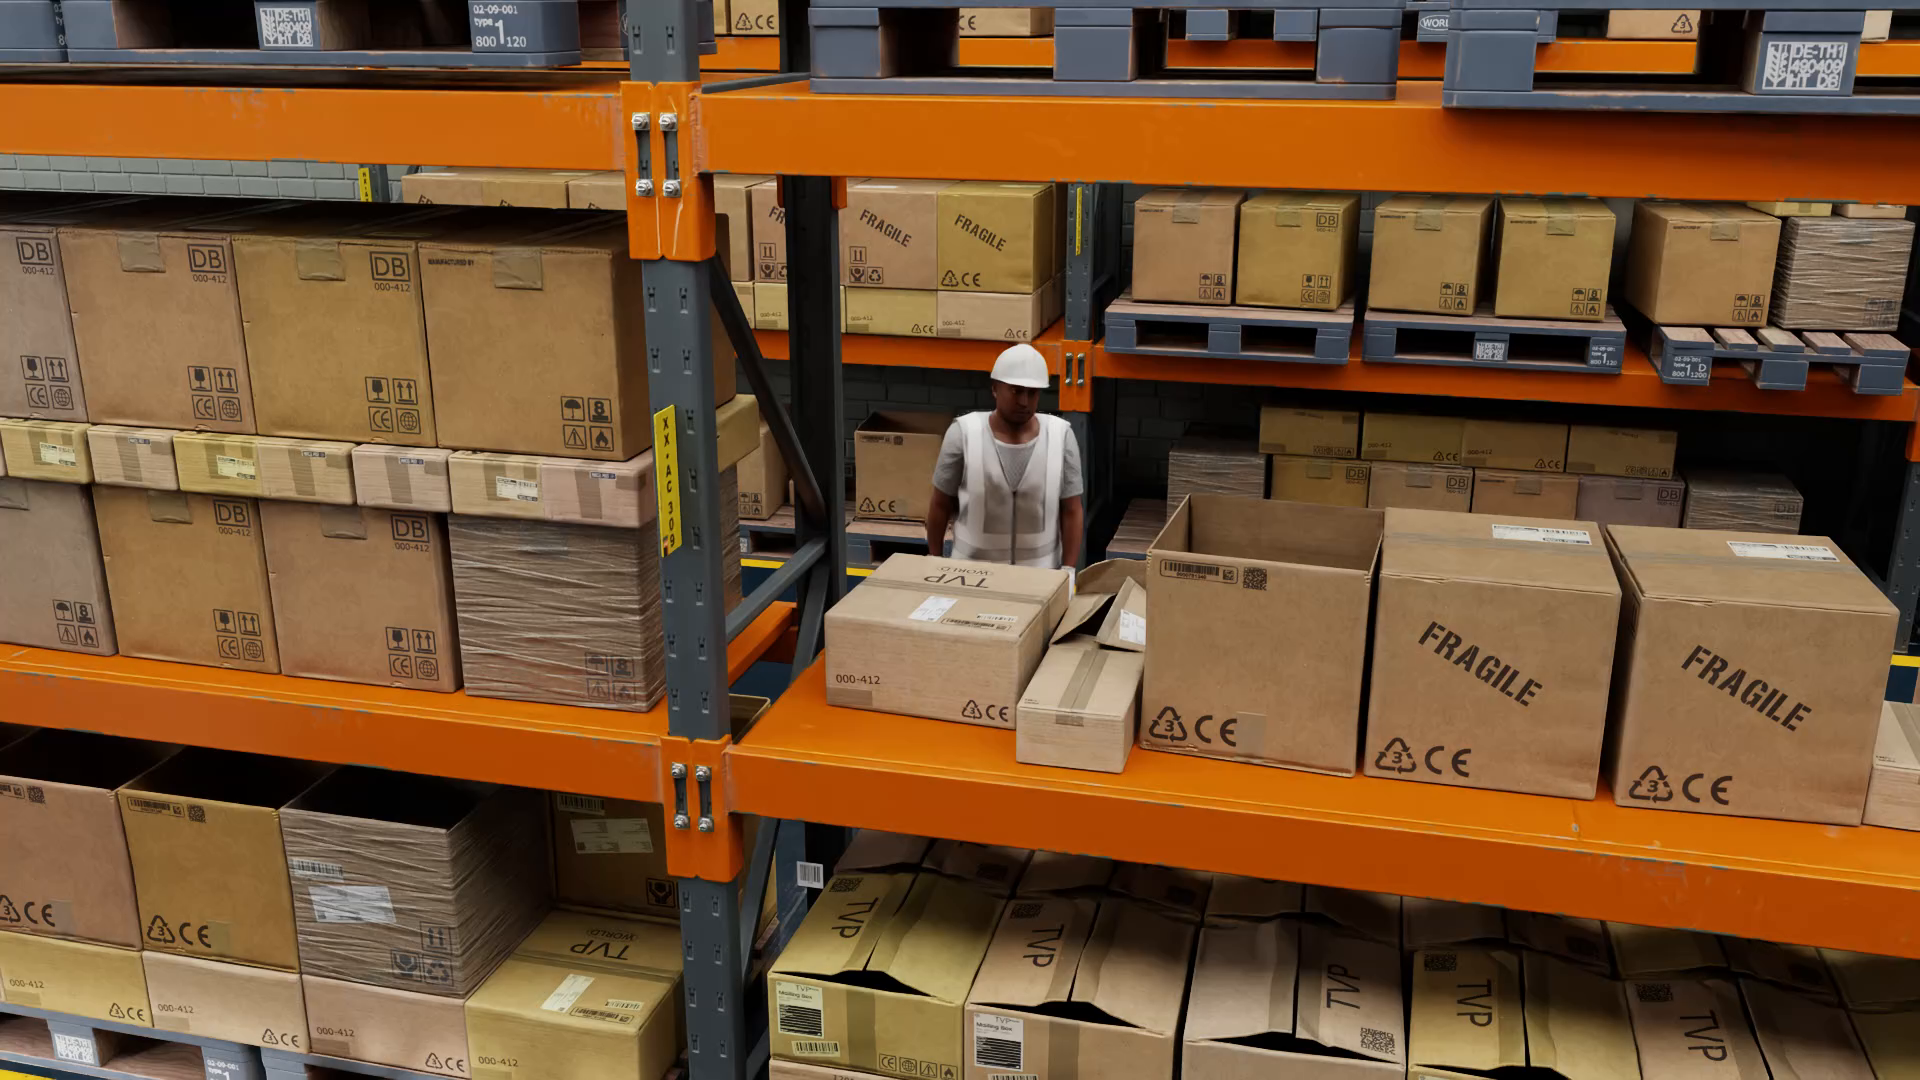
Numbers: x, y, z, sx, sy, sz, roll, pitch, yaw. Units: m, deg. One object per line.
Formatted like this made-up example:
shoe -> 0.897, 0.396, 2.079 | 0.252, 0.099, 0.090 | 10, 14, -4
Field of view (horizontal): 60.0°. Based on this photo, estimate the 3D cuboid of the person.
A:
person -> 0.179, 0.146, 6.331 | 0.596, 1.795, 0.690 | -3, 18, -9
